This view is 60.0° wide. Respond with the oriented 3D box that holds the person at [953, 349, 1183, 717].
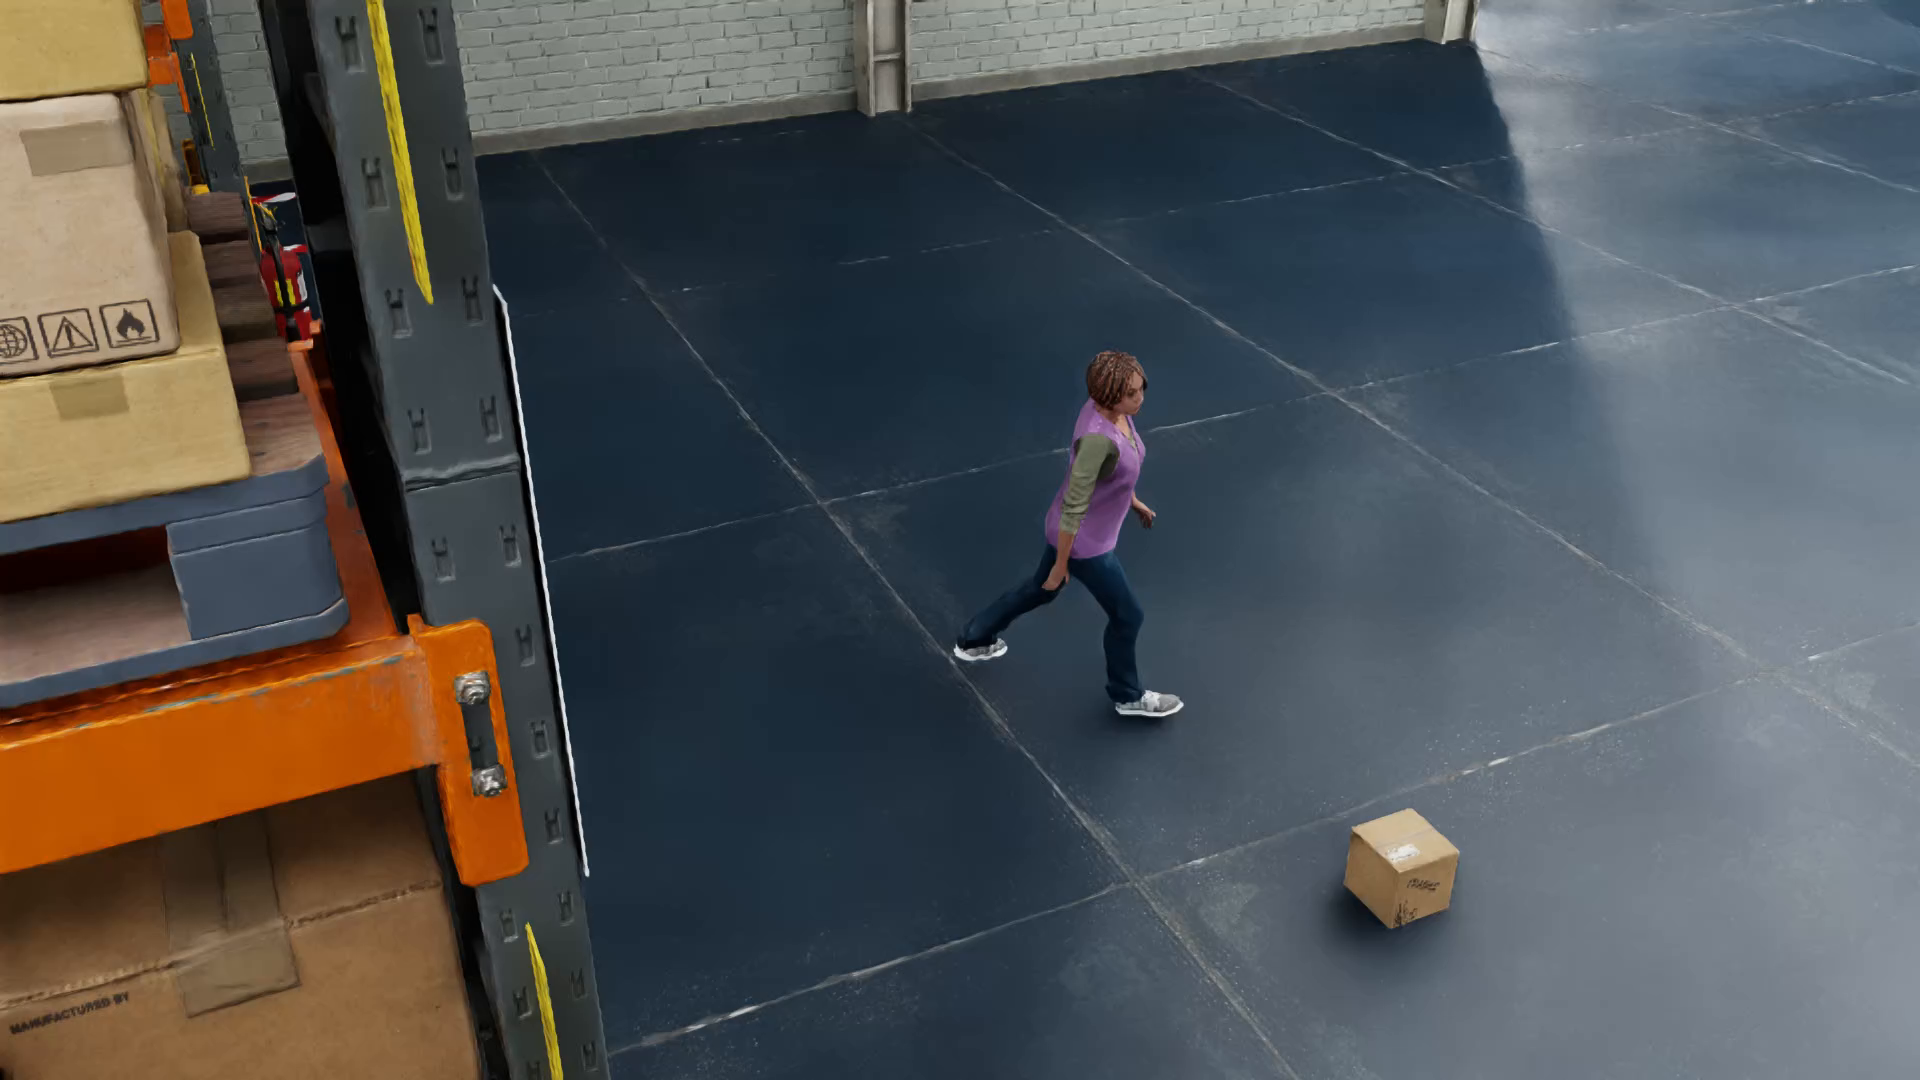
[{"bbox_3d":[0.419,-0.031,6.217,0.922,1.546,0.497,4,30,7],"label":"person"}]
